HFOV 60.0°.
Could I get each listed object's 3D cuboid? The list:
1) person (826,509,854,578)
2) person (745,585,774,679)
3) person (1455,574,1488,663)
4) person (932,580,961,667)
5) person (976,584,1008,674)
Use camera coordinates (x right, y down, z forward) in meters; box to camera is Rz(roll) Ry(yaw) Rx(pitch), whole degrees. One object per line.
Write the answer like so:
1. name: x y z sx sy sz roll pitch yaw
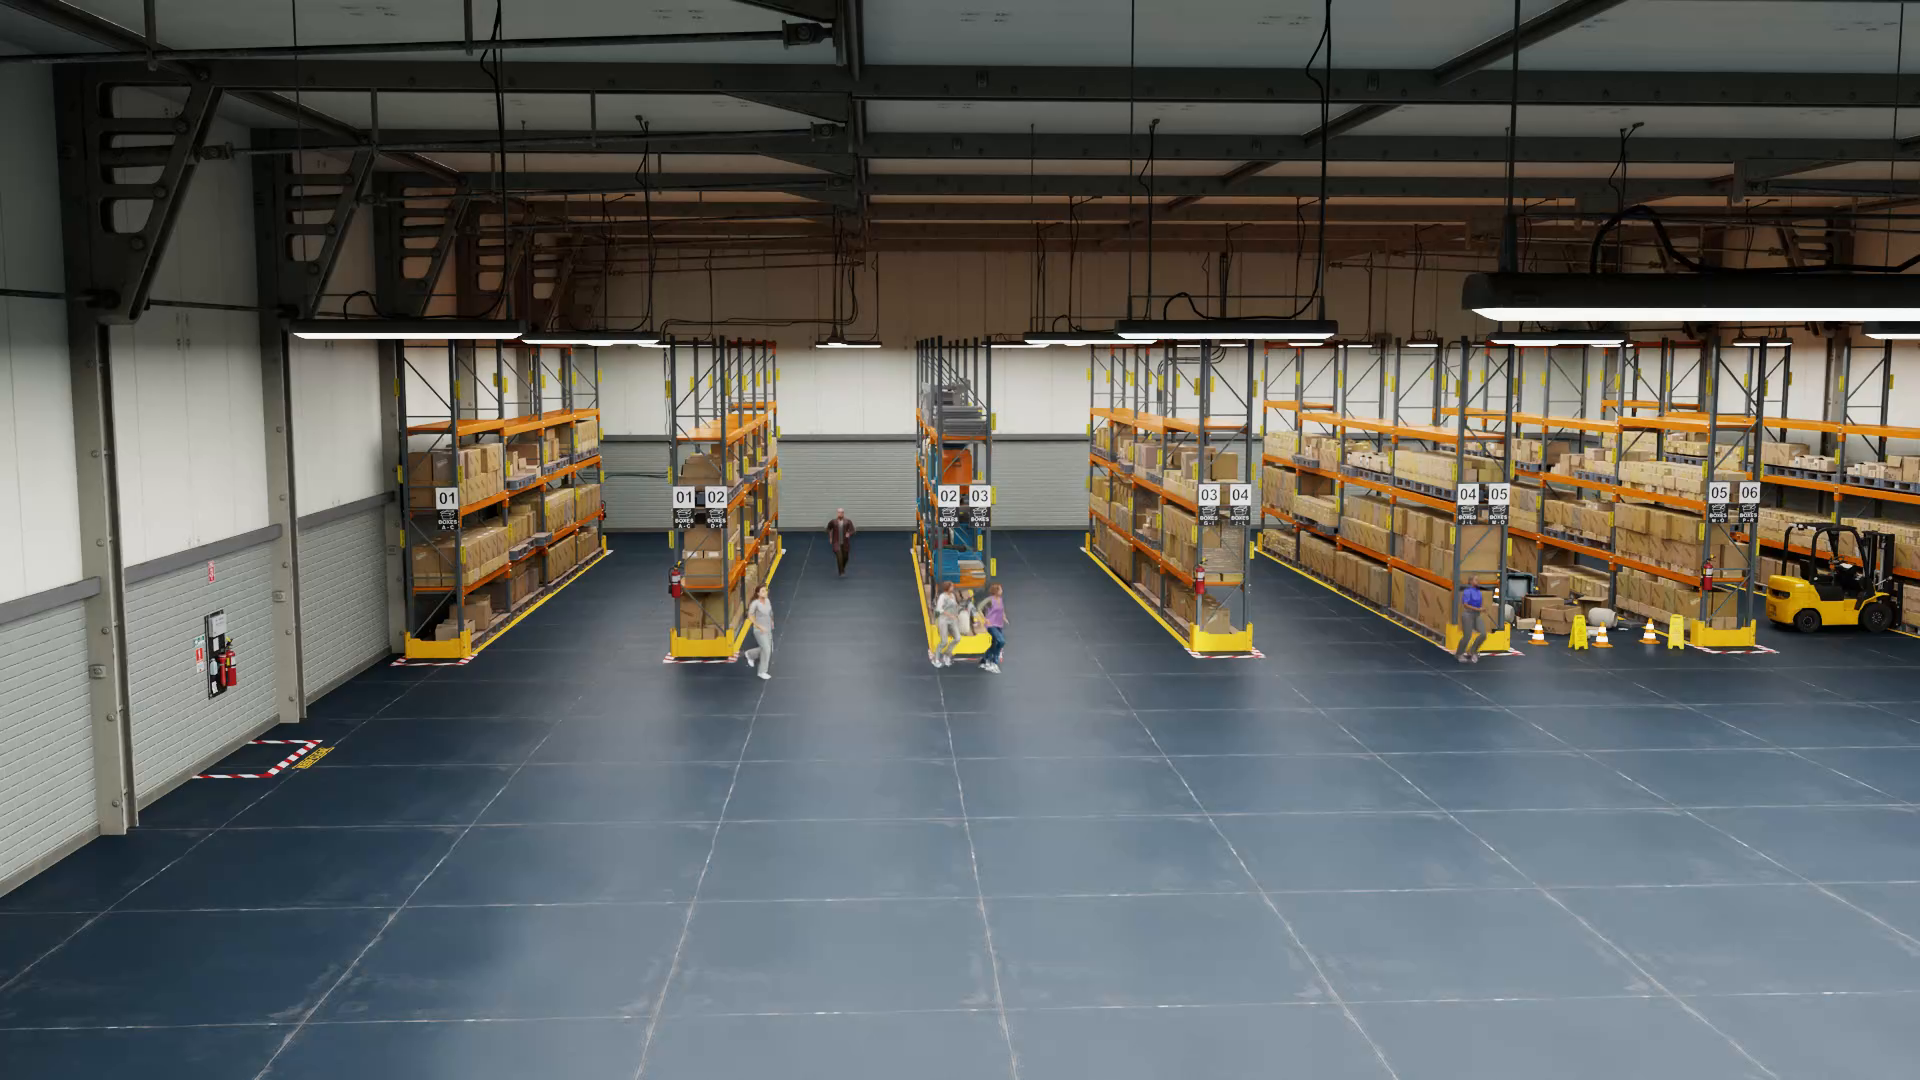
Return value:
1. person: -3.024 0.072 42.114 0.709 1.742 0.799 -1 7 -9
2. person: -3.560 1.605 29.308 0.638 1.634 0.572 5 8 36
3. person: 9.447 1.456 30.553 0.606 1.681 0.686 -4 8 -34
4. person: -0.201 1.517 30.215 0.570 1.564 0.615 6 9 41
5. person: 0.608 1.571 29.686 0.624 1.590 0.547 5 8 38
